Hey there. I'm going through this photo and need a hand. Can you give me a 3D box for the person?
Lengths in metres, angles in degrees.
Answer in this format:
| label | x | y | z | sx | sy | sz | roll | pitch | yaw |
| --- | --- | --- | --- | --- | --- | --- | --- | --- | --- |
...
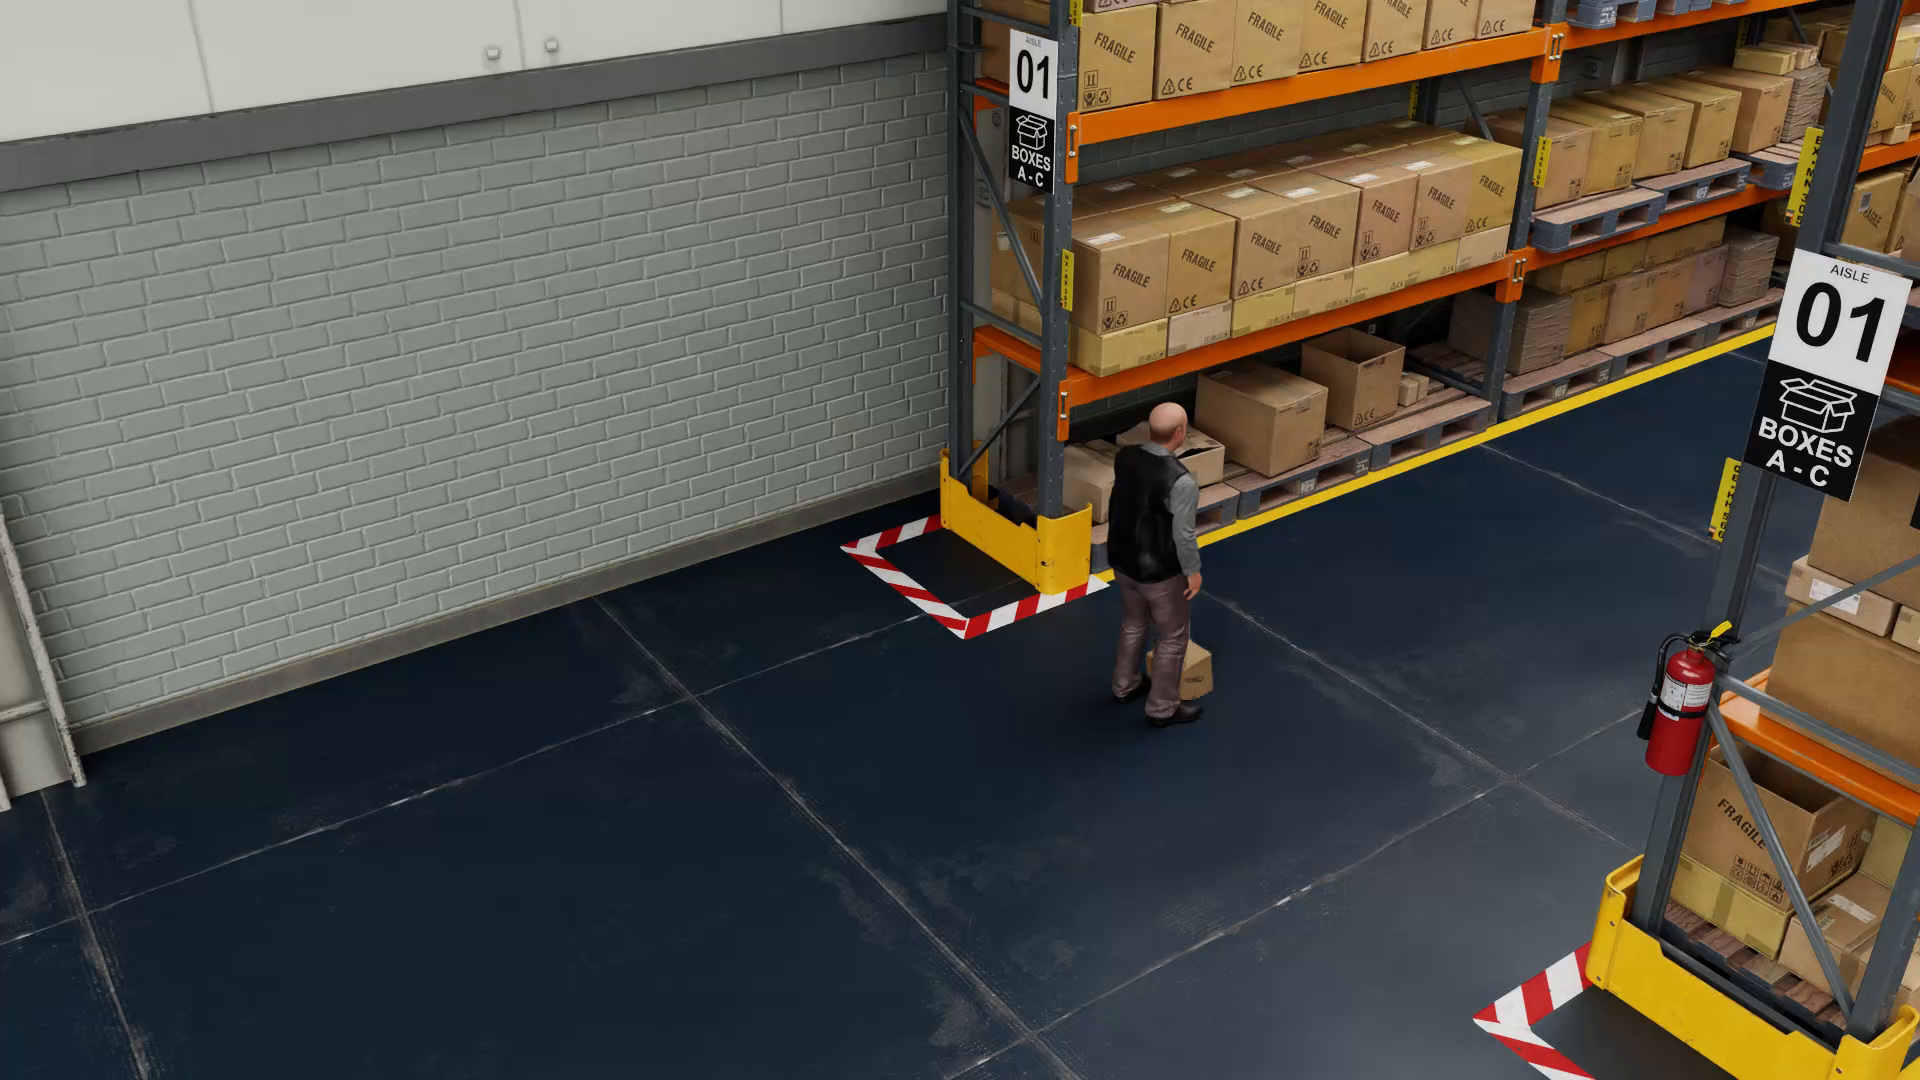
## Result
| label | x | y | z | sx | sy | sz | roll | pitch | yaw |
| --- | --- | --- | --- | --- | --- | --- | --- | --- | --- |
| person | 0.966 | 0.123 | 8.420 | 0.419 | 1.721 | 0.570 | -20 | 34 | -32 |
